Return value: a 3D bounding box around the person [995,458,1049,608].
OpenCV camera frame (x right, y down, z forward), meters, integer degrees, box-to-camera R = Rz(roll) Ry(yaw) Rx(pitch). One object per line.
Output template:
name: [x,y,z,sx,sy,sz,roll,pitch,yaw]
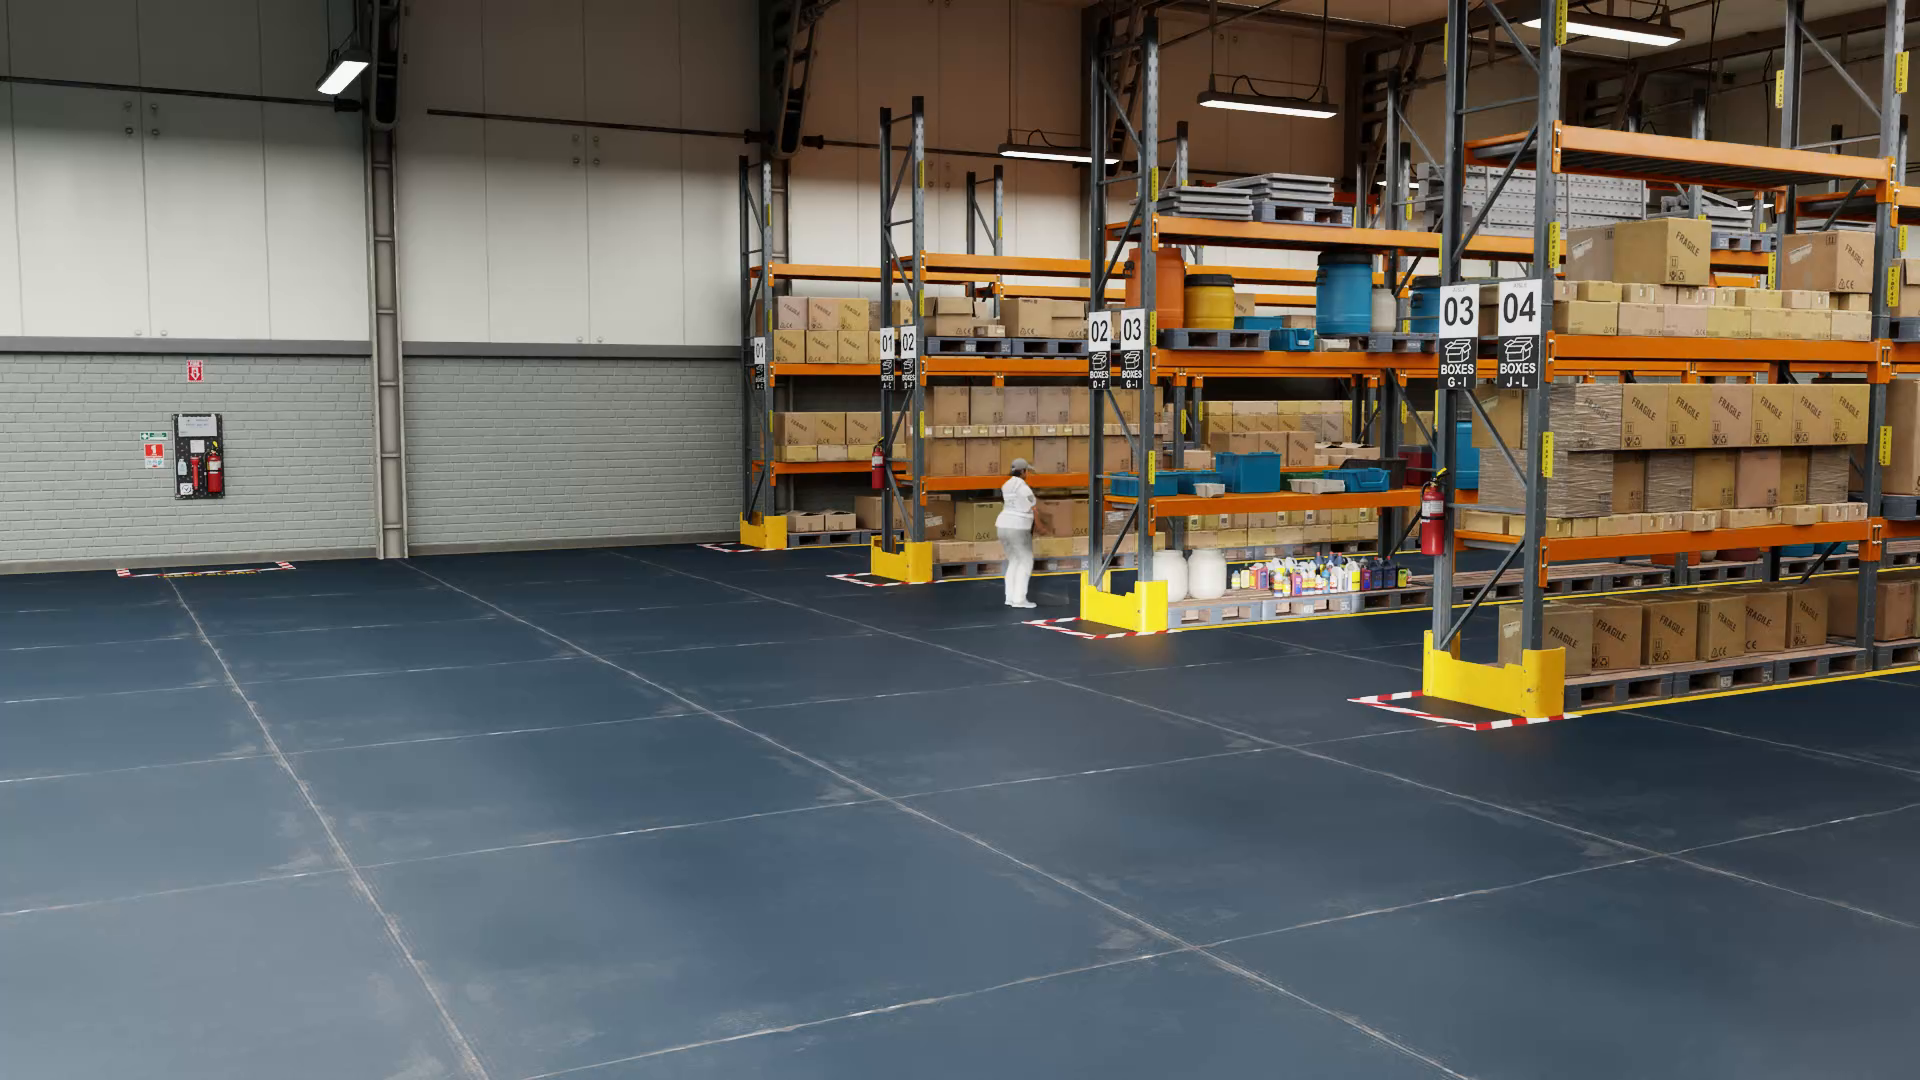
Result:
person: [0.685,-0.085,18.518,0.559,1.660,0.452,-3,6,-30]
